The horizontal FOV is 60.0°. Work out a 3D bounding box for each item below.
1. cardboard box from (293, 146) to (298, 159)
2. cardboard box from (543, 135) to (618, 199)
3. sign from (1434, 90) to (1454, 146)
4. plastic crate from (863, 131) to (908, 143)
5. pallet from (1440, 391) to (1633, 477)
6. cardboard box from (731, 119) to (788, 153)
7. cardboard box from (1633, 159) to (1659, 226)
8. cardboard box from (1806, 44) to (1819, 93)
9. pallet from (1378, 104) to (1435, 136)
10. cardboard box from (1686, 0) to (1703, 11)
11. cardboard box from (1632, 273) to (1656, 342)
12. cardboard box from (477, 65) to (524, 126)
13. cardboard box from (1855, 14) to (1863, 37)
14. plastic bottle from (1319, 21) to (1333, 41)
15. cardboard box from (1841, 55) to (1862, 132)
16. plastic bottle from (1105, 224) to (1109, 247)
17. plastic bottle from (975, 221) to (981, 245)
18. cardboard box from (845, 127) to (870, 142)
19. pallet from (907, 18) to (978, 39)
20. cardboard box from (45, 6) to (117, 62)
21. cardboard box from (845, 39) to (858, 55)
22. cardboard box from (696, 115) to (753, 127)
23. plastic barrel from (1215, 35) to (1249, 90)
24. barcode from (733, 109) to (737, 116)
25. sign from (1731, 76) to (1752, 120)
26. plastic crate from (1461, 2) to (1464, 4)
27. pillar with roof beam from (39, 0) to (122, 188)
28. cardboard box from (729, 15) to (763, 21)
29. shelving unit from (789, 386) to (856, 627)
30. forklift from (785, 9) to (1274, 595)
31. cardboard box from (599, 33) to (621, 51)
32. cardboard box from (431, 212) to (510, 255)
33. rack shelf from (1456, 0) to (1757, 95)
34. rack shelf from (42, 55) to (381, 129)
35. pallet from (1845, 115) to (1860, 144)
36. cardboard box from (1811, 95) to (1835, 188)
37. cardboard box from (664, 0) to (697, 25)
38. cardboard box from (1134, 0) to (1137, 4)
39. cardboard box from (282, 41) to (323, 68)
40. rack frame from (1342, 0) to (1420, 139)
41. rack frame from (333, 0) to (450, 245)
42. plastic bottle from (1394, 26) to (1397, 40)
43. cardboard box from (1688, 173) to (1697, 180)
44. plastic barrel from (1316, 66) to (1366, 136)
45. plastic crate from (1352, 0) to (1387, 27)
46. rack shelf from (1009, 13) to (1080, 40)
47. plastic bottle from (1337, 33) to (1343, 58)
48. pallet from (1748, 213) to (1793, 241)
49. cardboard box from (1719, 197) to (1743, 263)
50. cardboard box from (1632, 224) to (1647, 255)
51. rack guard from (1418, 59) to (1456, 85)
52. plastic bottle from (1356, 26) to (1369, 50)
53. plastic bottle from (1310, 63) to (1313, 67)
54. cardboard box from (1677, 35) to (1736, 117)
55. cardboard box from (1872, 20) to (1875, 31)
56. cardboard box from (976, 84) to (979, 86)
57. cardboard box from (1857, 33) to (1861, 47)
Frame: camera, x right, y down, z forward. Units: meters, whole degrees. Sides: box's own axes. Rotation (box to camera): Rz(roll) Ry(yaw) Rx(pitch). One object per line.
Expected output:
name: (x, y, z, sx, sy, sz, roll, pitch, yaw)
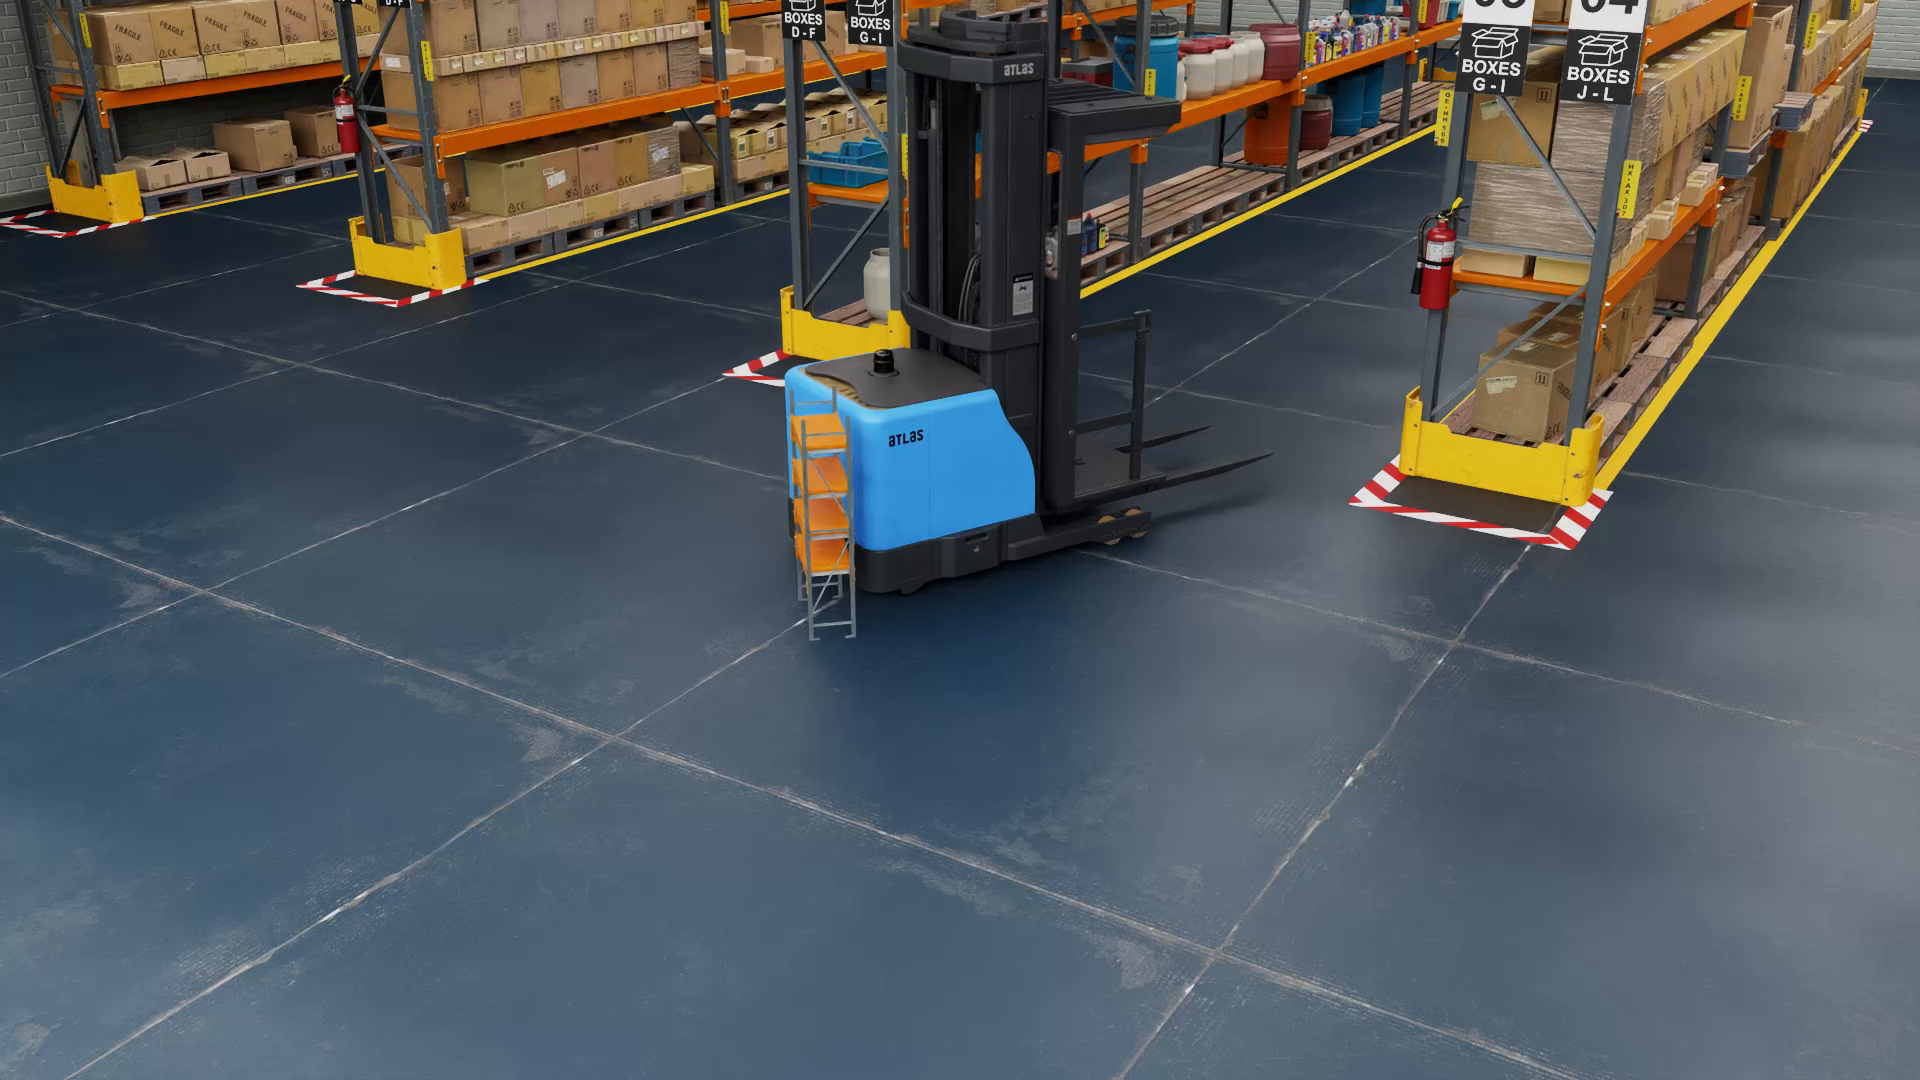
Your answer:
cardboard box: (-8.010, -4.547, 19.513, 0.380, 0.149, 0.250, 12, 26, 25)
cardboard box: (-3.783, -3.717, 16.550, 0.500, 0.500, 0.500, 14, 27, 29)
sign: (2.905, -2.524, 9.950, 0.100, 0.325, 0.005, 14, 27, 29)
plastic crate: (-0.485, -3.144, 13.425, 0.499, 0.251, 0.408, 14, 27, 29)
pallet: (3.864, -0.738, 11.189, 1.003, 0.211, 1.213, 14, 27, 29)
cardboard box: (-2.240, -4.596, 18.817, 0.500, 0.311, 0.500, 14, 27, 28)
cardboard box: (4.141, -2.441, 11.112, 0.875, 0.500, 0.500, 14, 27, 29)
cardboard box: (8.343, -4.753, 16.827, 0.500, 0.500, 0.500, 13, 27, 28)
pallet: (5.843, -5.790, 22.858, 1.003, 0.211, 1.213, 14, 27, 29)
cardboard box: (4.371, -3.483, 10.433, 0.500, 0.250, 0.500, 14, 27, 29)
cardboard box: (4.935, -1.799, 12.748, 0.500, 0.500, 0.500, -18, 29, -36)
cardboard box: (-4.518, -4.181, 15.507, 0.700, 0.500, 0.500, 15, 27, 30)
cardboard box: (10.701, -6.289, 20.317, 0.500, 0.250, 0.500, 15, 27, 30)
plastic bottle: (4.561, -6.335, 20.765, 0.152, 0.276, 0.135, 14, 27, 29)
cardboard box: (11.056, -5.803, 21.525, 0.875, 0.875, 0.875, 14, 27, 29)
plastic bottle: (1.341, -2.843, 15.510, 0.097, 0.201, 0.097, 0, 23, 0)
plastic bottle: (0.166, -2.707, 15.007, 0.144, 0.351, 0.185, 14, 27, 29)
cardboard box: (-1.436, -4.861, 20.135, 0.500, 0.250, 0.500, 15, 27, 30)
pallet: (-0.531, -6.658, 21.595, 1.213, 0.211, 1.003, 14, 27, 29)
cardboard box: (-9.191, -5.327, 17.500, 0.500, 0.500, 0.500, 14, 27, 28)
cardboard box: (-1.453, -5.945, 20.023, 0.380, 0.149, 0.250, 16, 28, 33)
cardboard box: (-2.699, -4.714, 19.091, 0.500, 0.311, 0.500, 15, 27, 30)
plastic barrel: (2.794, -4.980, 17.338, 0.421, 0.512, 0.421, 0, 23, 0)
barcode: (-2.450, -4.647, 18.092, 0.001, 0.075, 0.075, 14, 27, 29)
sign: (5.941, -3.361, 12.649, 0.100, 0.325, 0.005, 14, 27, 29)
plastic crate: (7.156, -7.662, 23.929, 0.396, 0.136, 0.243, 14, 27, 29)
pillar with roof beam: (-5.967, -7.108, 14.841, 9.100, 9.000, 0.400, 14, 27, 29)
cardboard box: (-3.161, -7.849, 26.282, 0.750, 0.750, 0.750, 14, 27, 30)
shelving unit: (-0.706, -0.139, 8.561, 0.258, 1.200, 0.499, -5, 24, -11)
forklift: (9.408, -0.930, 8.208, 16.498, 2.935, 13.043, -14, 27, -30)
cardboard box: (-3.571, -4.931, 16.422, 0.380, 0.149, 0.250, 15, 27, 30)
cardboard box: (-4.577, -2.868, 15.531, 0.500, 0.250, 0.500, 14, 27, 29)
rack shelf: (4.421, -3.446, 11.065, 1.077, 0.370, 4.000, 14, 27, 29)
rack shelf: (-8.204, -5.184, 18.855, 1.077, 0.370, 4.000, 14, 27, 29)
pallet: (11.450, -5.559, 22.326, 1.003, 0.211, 1.213, 14, 27, 29)
cardboard box: (8.904, -4.471, 18.448, 1.225, 0.875, 0.875, 13, 27, 27)
cardboard box: (-3.167, -5.642, 17.249, 0.700, 0.500, 0.500, 14, 27, 29)
cardboard box: (2.582, -8.527, 25.546, 0.500, 0.500, 0.500, 13, 27, 28)
cardboard box: (-7.663, -5.567, 18.997, 0.500, 0.250, 0.500, 14, 27, 29)
rack frame: (5.488, -6.813, 21.712, 1.000, 3.000, 0.127, 14, 27, 29)
rack frame: (-5.048, -3.802, 14.757, 1.000, 3.000, 0.127, 14, 27, 29)
plastic bottle: (5.516, -6.476, 21.184, 0.097, 0.201, 0.097, 0, 23, 0)
cardboard box: (5.289, -2.671, 12.461, 0.380, 0.149, 0.250, 14, 27, 29)
plastic barrel: (4.813, -5.624, 21.078, 0.600, 0.901, 0.708, 14, 27, 29)
plastic crate: (5.444, -7.062, 22.233, 0.392, 0.384, 0.575, 14, 27, 29)
rack shelf: (0.226, -6.847, 22.697, 1.077, 0.370, 4.000, 14, 27, 29)
plastic bottle: (4.452, -5.828, 19.598, 0.097, 0.271, 0.097, 0, 23, 0)
pallet: (8.065, -3.396, 17.328, 1.003, 0.211, 1.213, 14, 27, 29)
cardboard box: (6.674, -2.867, 15.189, 0.700, 0.500, 0.500, 16, 28, 33)
cardboard box: (4.263, -1.989, 10.885, 0.380, 0.149, 0.250, 14, 27, 29)
rack guard: (7.599, -7.027, 25.352, 1.175, 0.500, 0.348, 14, 27, 29)
plastic bottle: (4.902, -6.138, 20.309, 0.152, 0.276, 0.135, 14, 27, 29)
plastic bottle: (3.965, -5.516, 18.877, 0.097, 0.271, 0.097, 0, 23, 0)
cardboard box: (5.209, -3.338, 11.925, 0.500, 0.500, 0.500, 14, 27, 29)
cardboard box: (11.897, -6.821, 22.046, 0.380, 0.149, 0.250, 14, 27, 30)
cardboard box: (-0.074, -5.829, 22.031, 0.500, 0.500, 0.500, 13, 27, 27)
cardboard box: (10.955, -6.216, 20.650, 0.380, 0.149, 0.250, 13, 27, 27)
